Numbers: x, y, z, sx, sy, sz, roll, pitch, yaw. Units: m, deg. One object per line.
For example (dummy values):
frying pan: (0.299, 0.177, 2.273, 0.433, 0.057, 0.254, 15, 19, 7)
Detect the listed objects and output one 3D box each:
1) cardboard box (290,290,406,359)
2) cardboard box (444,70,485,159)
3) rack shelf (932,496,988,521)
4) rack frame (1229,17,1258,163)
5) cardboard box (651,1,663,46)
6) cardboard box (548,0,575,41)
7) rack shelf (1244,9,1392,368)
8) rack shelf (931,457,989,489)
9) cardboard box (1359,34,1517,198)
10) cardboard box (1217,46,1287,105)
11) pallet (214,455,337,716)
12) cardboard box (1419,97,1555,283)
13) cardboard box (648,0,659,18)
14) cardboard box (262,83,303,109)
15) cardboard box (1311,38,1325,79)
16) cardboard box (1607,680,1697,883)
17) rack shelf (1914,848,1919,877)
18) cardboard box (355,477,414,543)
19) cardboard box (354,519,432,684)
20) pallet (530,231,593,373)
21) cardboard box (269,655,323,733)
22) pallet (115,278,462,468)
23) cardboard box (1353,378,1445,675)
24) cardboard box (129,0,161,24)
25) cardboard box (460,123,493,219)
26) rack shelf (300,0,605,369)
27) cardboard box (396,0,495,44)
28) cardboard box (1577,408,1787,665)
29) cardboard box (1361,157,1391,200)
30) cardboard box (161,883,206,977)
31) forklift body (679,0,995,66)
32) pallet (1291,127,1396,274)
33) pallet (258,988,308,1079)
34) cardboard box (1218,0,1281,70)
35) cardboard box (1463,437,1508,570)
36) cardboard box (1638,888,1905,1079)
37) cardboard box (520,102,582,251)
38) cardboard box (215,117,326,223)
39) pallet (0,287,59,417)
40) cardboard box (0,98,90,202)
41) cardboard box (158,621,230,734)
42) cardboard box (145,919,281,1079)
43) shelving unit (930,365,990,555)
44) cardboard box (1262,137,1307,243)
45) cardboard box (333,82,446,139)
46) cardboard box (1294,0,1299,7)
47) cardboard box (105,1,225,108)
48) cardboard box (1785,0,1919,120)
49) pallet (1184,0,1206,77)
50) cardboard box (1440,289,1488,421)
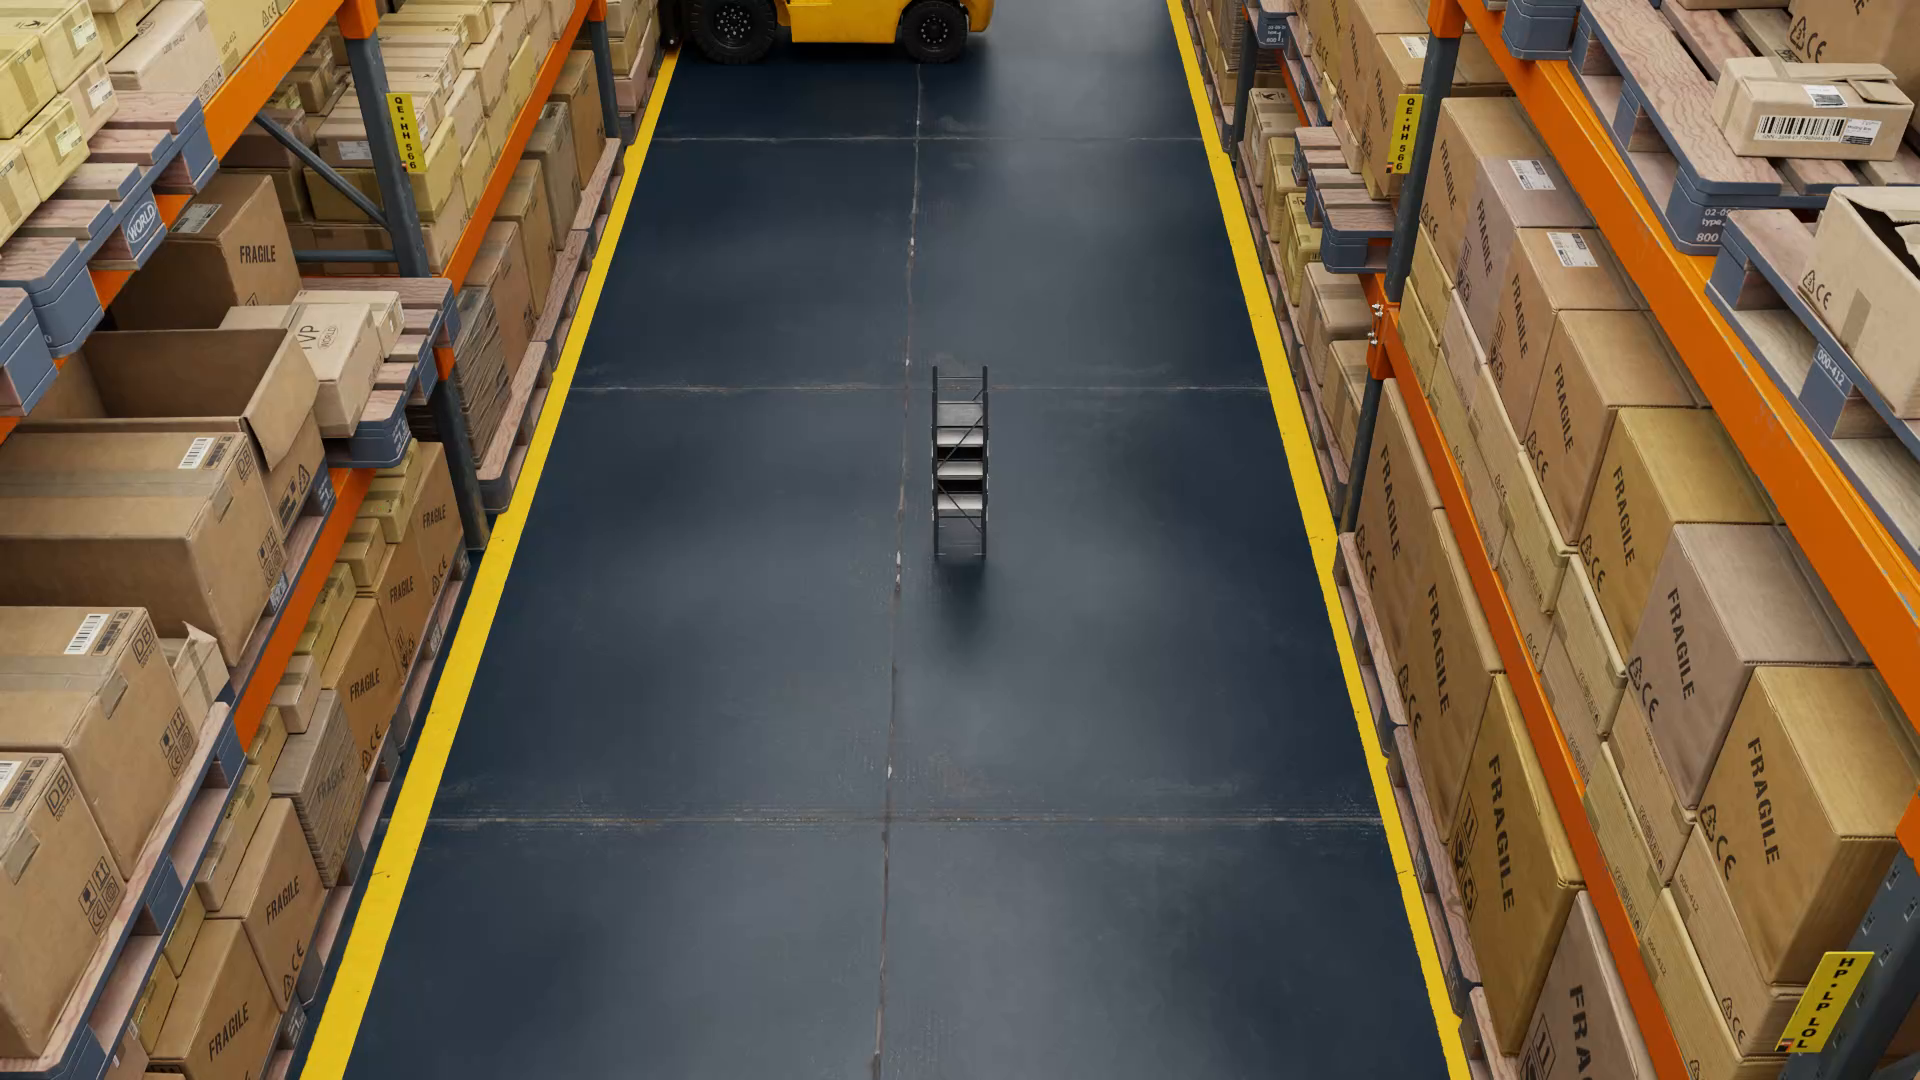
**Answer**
cardboard box: (-2.310, -0.808, 6.225, 0.380, 0.149, 0.250, 1, 39, 1)
cardboard box: (-2.450, -1.880, 7.417, 0.500, 0.250, 0.500, 1, 39, 1)
rack shelf: (0.000, -0.180, 7.596, 0.258, 0.077, 0.200, 0, 39, 0)
rack frame: (2.265, -3.660, 9.918, 1.000, 3.000, 0.127, 0, 39, 0)
cardboard box: (-2.401, -3.686, 11.814, 0.500, 0.250, 0.500, 1, 39, 1)
cardboard box: (-2.431, -2.966, 9.172, 0.500, 0.250, 0.500, 0, 39, 0)
rack shelf: (2.267, -2.128, 8.583, 1.077, 0.370, 4.000, 0, 39, 0)
rack shelf: (0.000, -0.320, 7.483, 0.258, 0.077, 0.200, 0, 39, 0)
cardboard box: (1.991, -1.761, 6.896, 0.500, 0.500, 0.500, -1, 39, -1)
cardboard box: (1.995, -3.120, 11.108, 0.500, 0.250, 0.500, 2, 39, 2)
pallet: (-2.687, 0.138, 5.332, 1.003, 0.211, 1.213, 0, 39, 0)
cardboard box: (2.025, -1.279, 6.068, 0.500, 0.500, 0.500, -1, 39, -2)
cardboard box: (-2.382, -3.872, 11.646, 0.500, 0.250, 0.500, 0, 39, 0)
cardboard box: (-3.009, -1.812, 7.013, 0.380, 0.149, 0.250, 1, 39, 1)
cardboard box: (1.953, -2.398, 8.209, 0.380, 0.149, 0.250, -1, 39, -1)
cardboard box: (2.022, 0.618, 4.300, 0.500, 0.250, 0.500, 1, 39, 1)
rack shelf: (2.276, 1.704, 1.402, 1.077, 0.370, 4.000, 0, 39, 0)
cardboard box: (-2.409, -0.115, 6.639, 0.380, 0.149, 0.250, -2, 39, -2)
cardboard box: (-2.489, 0.236, 6.720, 0.500, 0.500, 0.500, -1, 39, -1)
pallet: (-2.655, -1.340, 9.254, 1.003, 0.211, 1.213, 0, 39, 0)
cardboard box: (-2.467, 0.544, 5.817, 0.380, 0.149, 0.250, -2, 39, -2)
pallet: (-2.623, -0.654, 6.321, 1.213, 0.211, 1.003, 0, 39, 0)
cardboard box: (2.187, -0.061, 6.791, 0.875, 0.875, 0.875, 0, 39, 0)
cardboard box: (-2.503, -1.561, 4.701, 0.380, 0.149, 0.250, 0, 39, 0)
cardboard box: (-2.446, -1.686, 7.575, 0.500, 0.250, 0.500, -1, 39, -1)
rack shelf: (-2.697, -2.123, 8.575, 1.077, 0.370, 4.000, 0, 39, 0)
cardboard box: (-2.412, -2.451, 7.812, 0.380, 0.149, 0.250, 1, 39, 1)
cardboard box: (2.033, -0.006, 4.479, 0.500, 0.500, 0.500, 1, 39, 1)
cardboard box: (1.961, -1.597, 7.209, 0.380, 0.149, 0.250, 1, 39, 1)
cardboard box: (-2.527, 1.178, 5.026, 0.380, 0.149, 0.250, -1, 39, -1)
forklift body: (-0.877, -4.640, 11.820, 2.313, 2.155, 1.214, 0, 39, 0)
pallet: (2.162, -1.529, 7.413, 1.213, 0.211, 1.003, 0, 39, 0)
pallet: (-2.728, 1.928, 5.175, 1.003, 0.211, 1.213, 0, 39, 0)
cardboard box: (1.996, -3.413, 10.874, 0.500, 0.500, 0.500, -1, 39, -1)
cardboard box: (2.031, -0.145, 5.652, 0.500, 0.250, 0.500, 1, 39, 1)
cardboard box: (2.021, 1.121, 4.072, 0.500, 0.250, 0.500, -1, 39, -1)
cardboard box: (-2.694, -2.080, 9.510, 0.875, 0.625, 0.625, 0, 39, 0)
cardboard box: (-2.973, -1.570, 7.030, 0.500, 0.250, 0.500, 1, 39, 1)
pallet: (-2.620, -0.156, 3.298, 1.213, 0.211, 1.003, 0, 39, 0)
cardboard box: (-2.287, -0.911, 3.875, 0.380, 0.149, 0.250, 1, 39, 1)
cardboard box: (-2.308, 0.368, 4.663, 0.396, 0.266, 0.258, 2, 39, 2)
cardboard box: (-2.476, 1.525, 5.112, 0.500, 0.500, 0.500, -1, 39, -1)
shelving unit: (0.000, -0.346, 7.462, 0.258, 0.900, 0.210, 0, 39, 0)
cardboard box: (2.272, -2.021, 9.638, 0.950, 0.372, 0.625, 2, 39, 3)
cardboard box: (-2.402, -1.811, 7.013, 0.380, 0.149, 0.250, 1, 39, 1)
cardboard box: (1.967, -3.063, 8.520, 0.500, 0.500, 0.500, 0, 39, 0)
cardboard box: (-2.449, -1.317, 4.715, 0.500, 0.250, 0.500, 0, 39, 0)
cardboard box: (2.561, -1.430, 4.321, 0.500, 0.500, 0.500, 0, 39, 0)
pallet: (2.224, -3.757, 12.269, 1.003, 0.211, 1.213, 0, 39, 0)
cardboard box: (2.023, -0.655, 5.889, 0.500, 0.250, 0.500, 1, 39, 1)
